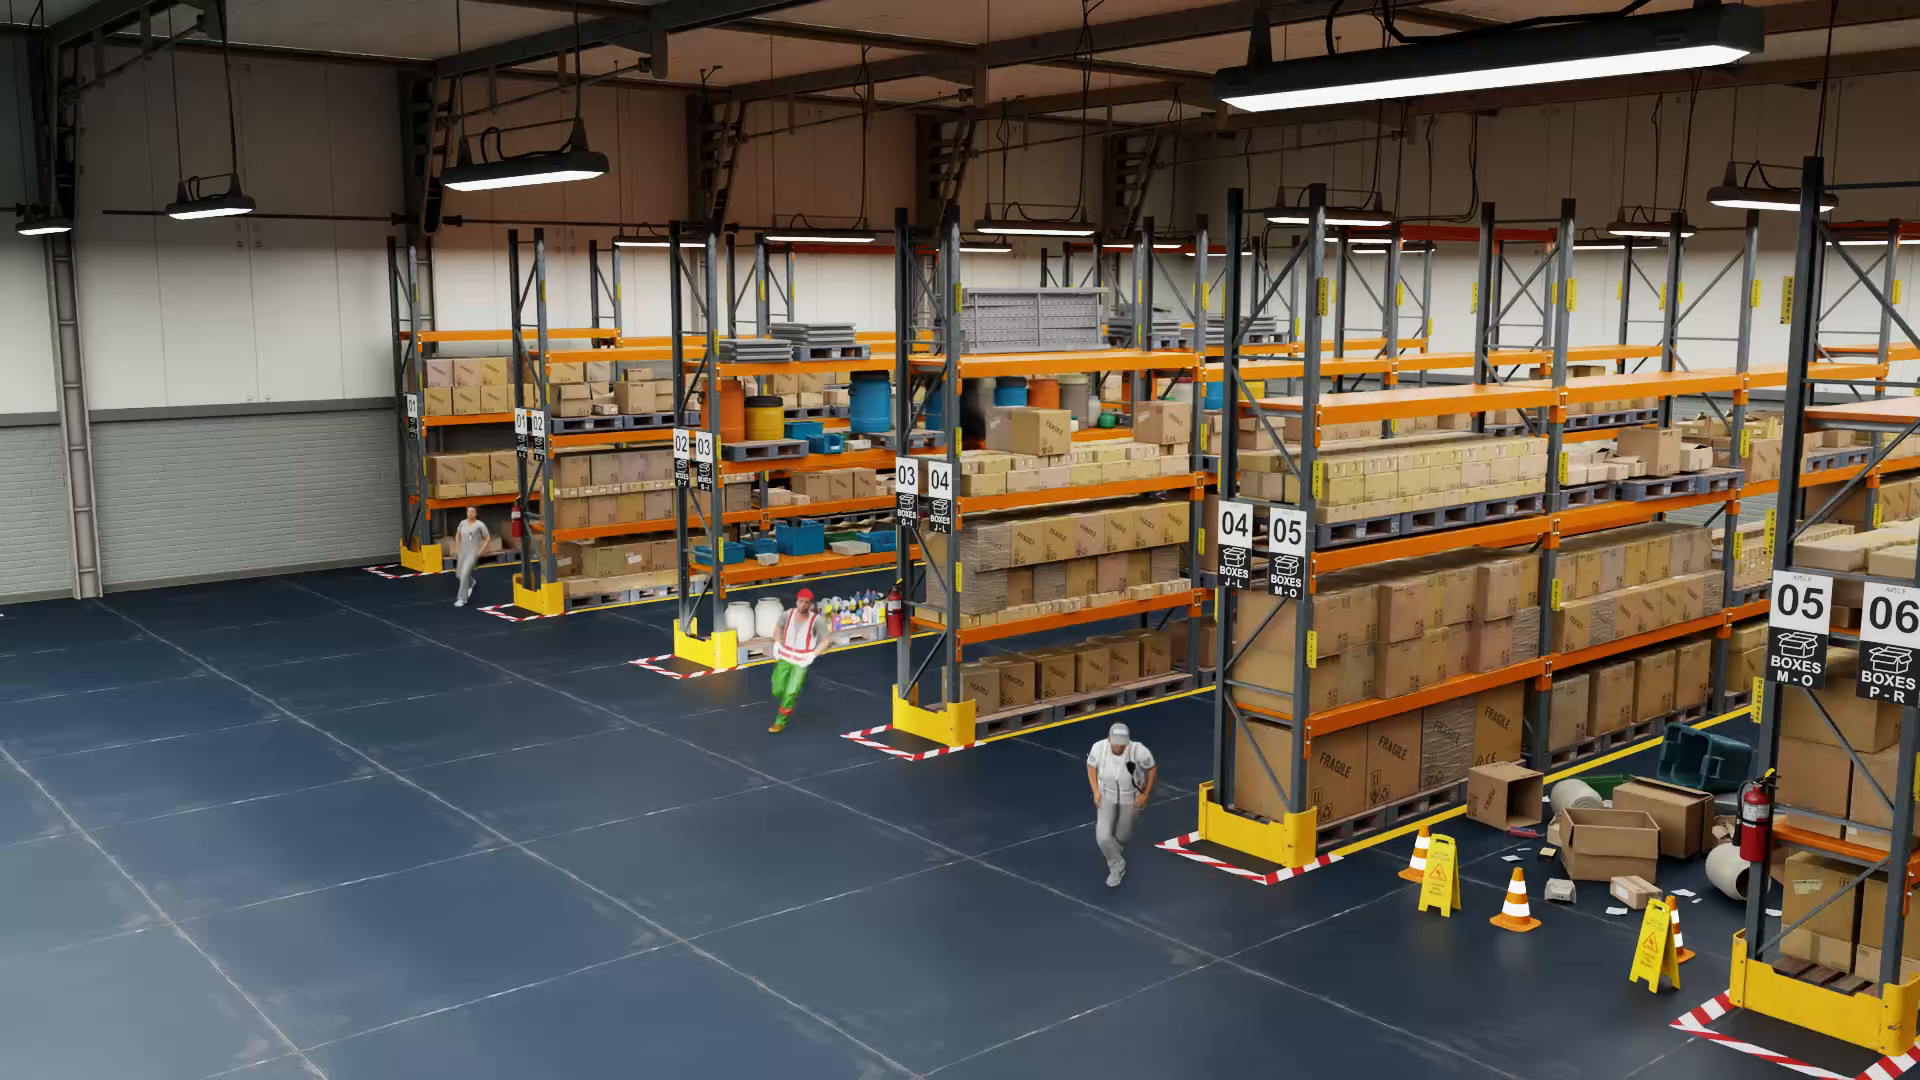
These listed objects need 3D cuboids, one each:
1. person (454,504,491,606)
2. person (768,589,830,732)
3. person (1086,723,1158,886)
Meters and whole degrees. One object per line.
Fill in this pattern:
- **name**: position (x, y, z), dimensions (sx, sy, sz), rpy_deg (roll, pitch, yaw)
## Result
- **person**: position (-7.902, 0.229, 27.032), dimensions (0.601, 1.628, 0.686), rpy_deg (2, 9, 12)
- **person**: position (-1.853, 1.377, 19.343), dimensions (0.732, 1.707, 0.621), rpy_deg (2, 9, 15)
- **person**: position (1.408, 2.244, 14.463), dimensions (0.614, 1.495, 0.975), rpy_deg (2, 9, 10)
